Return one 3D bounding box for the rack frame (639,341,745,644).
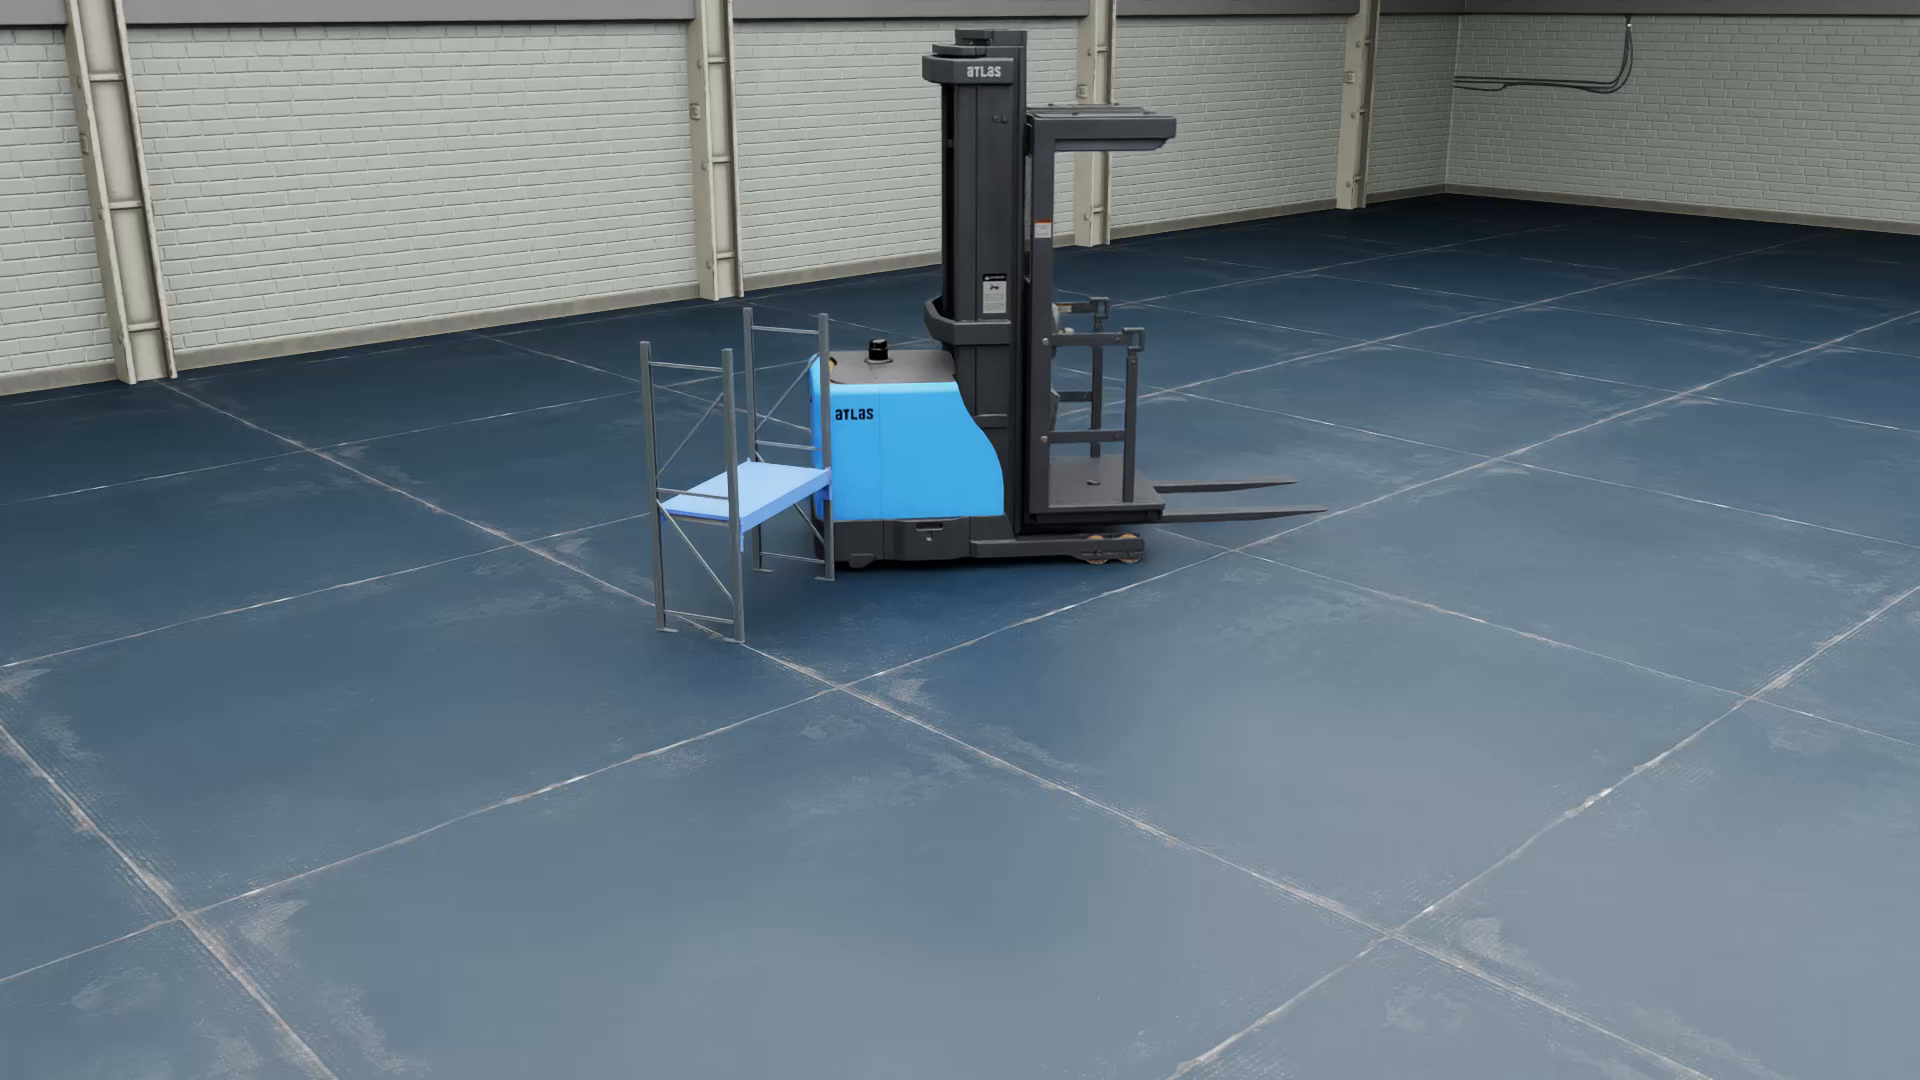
[{"bbox_3d":[-1.322,-0.223,8.241,0.500,1.500,0.032,7,19,21],"label":"rack frame"}]

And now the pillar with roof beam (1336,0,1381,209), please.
[{"bbox_3d":[9.065,-8.521,21.675,0.400,9.000,9.100,-16,24,-41],"label":"pillar with roof beam"}]

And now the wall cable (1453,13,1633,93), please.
[{"bbox_3d":[9.156,-8.336,26.140,0.112,2.526,3.097,-16,24,-41],"label":"wall cable"}]

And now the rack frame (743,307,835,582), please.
[{"bbox_3d":[-0.937,-0.513,9.136,0.500,1.500,0.032,7,19,21],"label":"rack frame"}]

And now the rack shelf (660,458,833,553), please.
[{"bbox_3d":[-1.130,-0.197,8.744,0.538,0.185,1.000,7,19,21],"label":"rack shelf"}]

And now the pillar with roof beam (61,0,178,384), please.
[{"bbox_3d":[-4.014,-4.707,9.911,0.400,9.000,9.100,-16,24,-41],"label":"pillar with roof beam"}]

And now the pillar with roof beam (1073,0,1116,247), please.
[{"bbox_3d":[4.705,-7.249,17.753,0.400,9.000,9.100,-16,24,-41],"label":"pillar with roof beam"}]

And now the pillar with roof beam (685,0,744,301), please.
[{"bbox_3d":[0.346,-5.978,13.832,0.400,9.000,9.100,-16,24,-41],"label":"pillar with roof beam"}]

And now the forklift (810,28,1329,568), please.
[{"bbox_3d":[0.640,-1.412,9.588,3.031,2.935,1.130,-2,18,-6],"label":"forklift"}]

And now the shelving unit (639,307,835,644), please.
[{"bbox_3d":[-1.130,-0.368,8.688,0.538,1.500,1.048,7,19,21],"label":"shelving unit"}]
